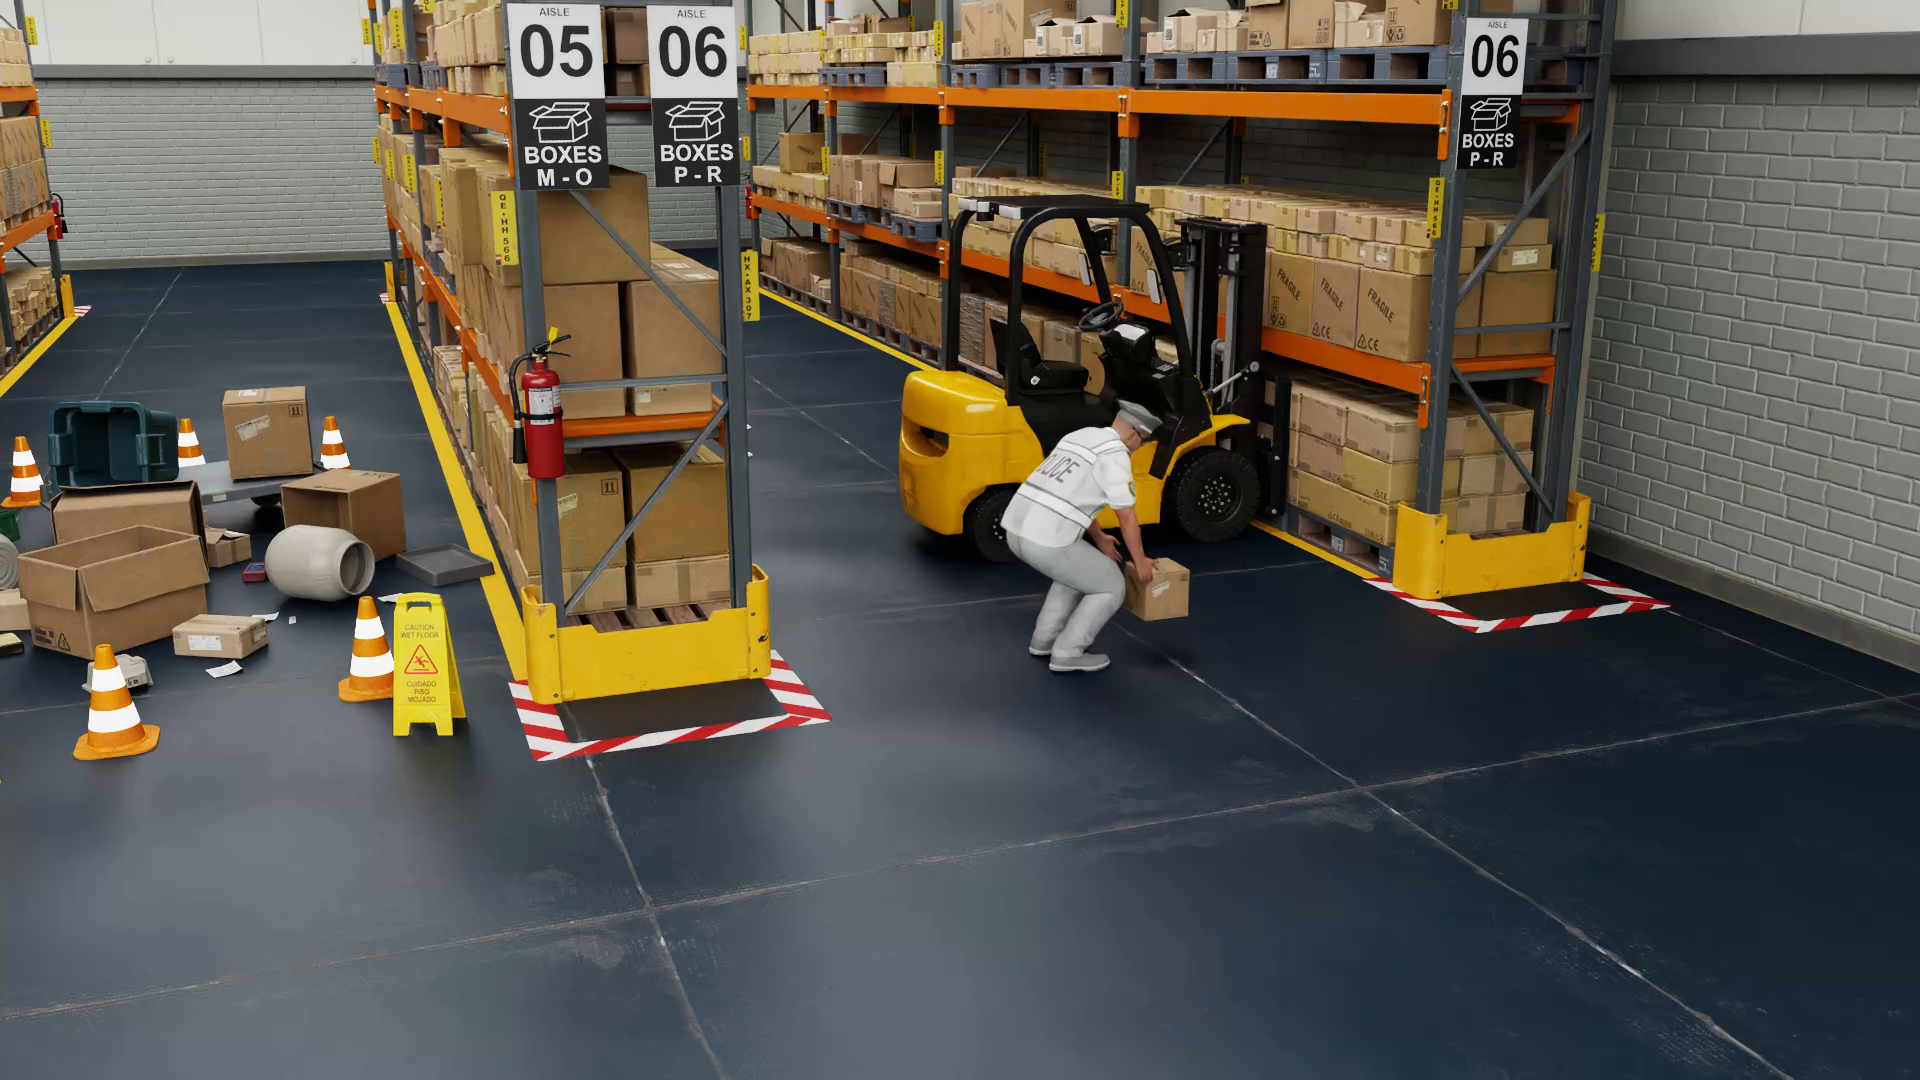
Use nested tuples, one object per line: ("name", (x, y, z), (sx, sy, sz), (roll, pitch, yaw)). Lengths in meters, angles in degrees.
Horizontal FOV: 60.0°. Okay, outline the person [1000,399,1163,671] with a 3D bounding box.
("person", (0.620, -0.035, 8.451), (0.851, 1.324, 0.589), (-6, 17, -20))
